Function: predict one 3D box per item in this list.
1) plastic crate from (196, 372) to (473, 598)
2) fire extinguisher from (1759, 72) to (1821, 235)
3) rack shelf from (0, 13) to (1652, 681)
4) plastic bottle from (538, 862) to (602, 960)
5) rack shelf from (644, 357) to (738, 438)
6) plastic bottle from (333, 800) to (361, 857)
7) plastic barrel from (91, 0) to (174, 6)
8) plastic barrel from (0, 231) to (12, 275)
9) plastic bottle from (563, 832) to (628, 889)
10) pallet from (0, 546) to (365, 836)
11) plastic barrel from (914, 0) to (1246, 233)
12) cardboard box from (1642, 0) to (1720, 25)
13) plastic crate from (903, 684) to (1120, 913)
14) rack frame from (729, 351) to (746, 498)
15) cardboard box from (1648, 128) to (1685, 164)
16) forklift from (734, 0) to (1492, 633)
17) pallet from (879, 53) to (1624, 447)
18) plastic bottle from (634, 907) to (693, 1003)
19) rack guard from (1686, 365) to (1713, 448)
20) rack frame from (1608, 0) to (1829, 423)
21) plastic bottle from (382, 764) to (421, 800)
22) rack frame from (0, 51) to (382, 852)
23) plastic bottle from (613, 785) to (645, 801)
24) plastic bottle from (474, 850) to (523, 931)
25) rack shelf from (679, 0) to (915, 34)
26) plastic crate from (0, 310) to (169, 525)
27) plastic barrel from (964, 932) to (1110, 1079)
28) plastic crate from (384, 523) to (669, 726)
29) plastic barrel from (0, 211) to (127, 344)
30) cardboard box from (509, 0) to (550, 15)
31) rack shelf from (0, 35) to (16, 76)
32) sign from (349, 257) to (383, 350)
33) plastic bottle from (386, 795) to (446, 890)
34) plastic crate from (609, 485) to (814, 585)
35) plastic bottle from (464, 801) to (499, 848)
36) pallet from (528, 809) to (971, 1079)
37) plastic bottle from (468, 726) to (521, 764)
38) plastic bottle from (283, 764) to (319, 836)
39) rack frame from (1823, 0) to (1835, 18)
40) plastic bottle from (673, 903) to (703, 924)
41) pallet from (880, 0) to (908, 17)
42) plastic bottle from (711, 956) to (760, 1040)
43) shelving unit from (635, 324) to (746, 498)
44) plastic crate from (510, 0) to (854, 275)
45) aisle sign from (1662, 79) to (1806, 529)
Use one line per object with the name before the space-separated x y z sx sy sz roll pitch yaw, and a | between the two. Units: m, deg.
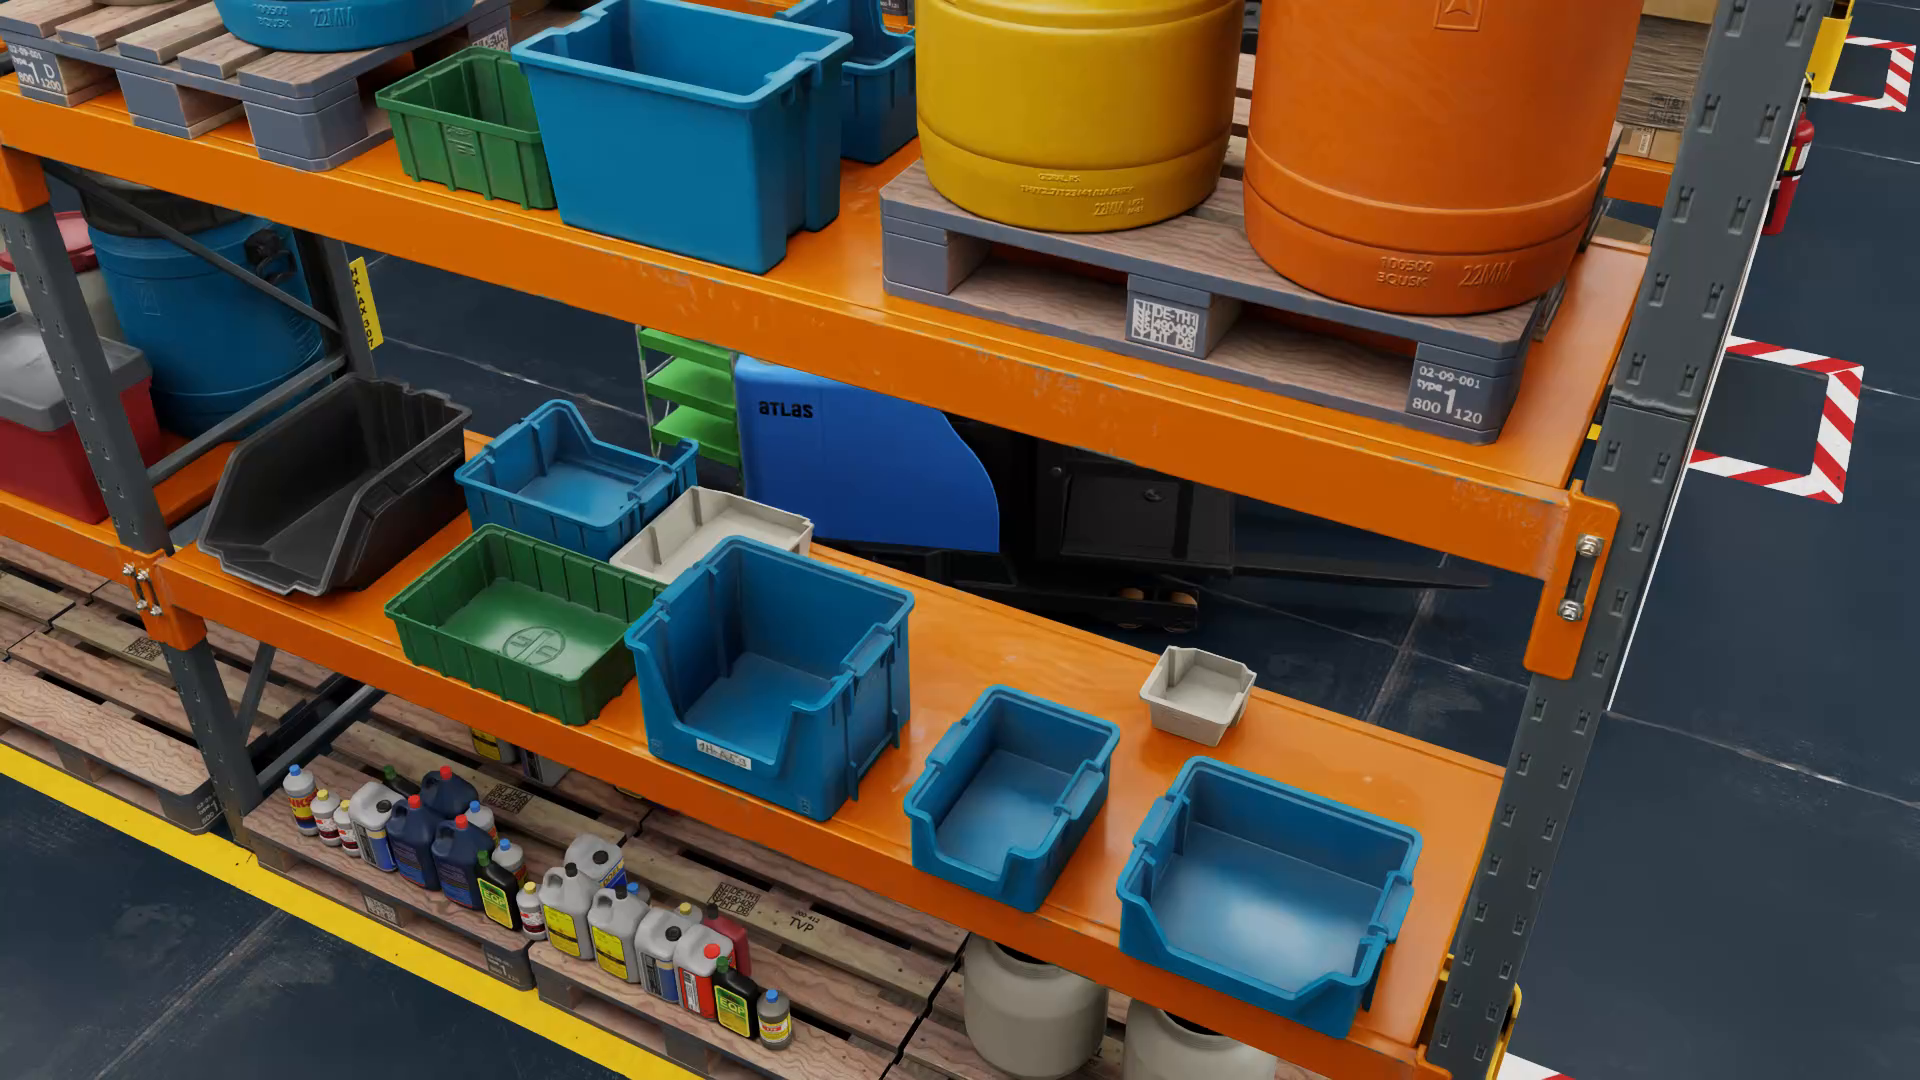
plastic crate | -1.859 -0.142 5.007 0.504 0.338 0.767 17 41 21
fire extinguisher | 3.454 -1.617 6.964 0.183 0.674 0.296 17 41 21
rack shelf | -0.489 -0.733 3.848 4.000 0.370 1.077 17 41 21
plastic bottle | -1.194 1.117 5.124 0.185 0.351 0.144 17 40 21
rack shelf | -1.093 -0.629 7.192 0.480 0.148 0.258 19 41 23
plastic bottle | -2.003 0.939 5.482 0.097 0.201 0.097 0 37 0
plastic barrel | -1.973 -1.562 3.906 0.421 0.512 0.421 0 37 0
plastic barrel | -3.665 -1.022 6.003 0.433 0.535 0.433 0 37 0
plastic bottle | -1.148 1.061 5.261 0.135 0.276 0.152 17 41 21
pallet | -2.980 0.533 6.374 1.213 0.211 1.003 17 41 21
plastic barrel | 0.216 -0.954 3.042 0.600 0.588 0.600 0 37 0
cardboard box | 2.962 -2.504 6.912 0.500 0.500 0.500 17 41 21
plastic crate | 0.131 0.629 4.064 0.408 0.251 0.499 17 41 21
rack frame | -0.879 -0.608 7.059 0.015 1.200 0.240 19 41 23
cardboard box | 3.216 -1.796 7.343 0.250 0.149 0.380 17 41 21
forklift | 0.674 -1.134 6.320 3.031 2.935 1.130 5 37 6
pallet | 0.597 -0.670 3.327 1.213 0.211 1.003 17 41 21
plastic bottle | -0.880 1.243 5.021 0.135 0.276 0.152 16 40 20
rack guard | 3.497 -0.953 8.092 0.348 0.500 1.175 17 41 21
rack frame | 1.287 -1.658 1.991 0.127 3.000 1.000 17 41 21
plastic bottle | -1.836 0.868 5.508 0.133 0.283 0.061 17 41 21
rack frame | -2.265 -0.380 5.270 0.127 3.000 1.000 17 41 21
plastic bottle | -1.128 0.756 5.656 0.133 0.283 0.061 17 41 21
plastic bottle | -1.444 1.094 5.210 0.133 0.283 0.061 19 41 23
rack shelf | -1.763 -3.309 9.723 4.000 0.370 1.077 17 41 21
plastic crate | -2.836 -0.376 5.212 0.583 0.464 0.402 17 41 21
plastic barrel | 0.222 1.274 4.801 0.421 0.512 0.421 0 37 0
plastic crate | -1.190 0.233 4.637 0.662 0.188 0.450 17 41 21
plastic barrel | -3.014 -0.818 5.735 0.433 0.535 0.433 0 37 0
cardboard box | -2.455 -3.318 10.223 0.500 0.250 0.500 22 42 26
rack shelf | -4.041 -1.845 5.313 4.000 0.370 1.077 17 41 21
sign | -2.002 -0.783 5.572 0.005 0.325 0.100 17 41 21
plastic bottle | -1.739 0.947 5.349 0.185 0.351 0.144 18 41 23
plastic crate | -0.707 0.040 4.934 0.437 0.136 0.530 17 41 21
plastic bottle | -1.555 0.954 5.405 0.097 0.271 0.097 0 37 0
pallet | -0.601 1.278 5.392 1.213 0.211 1.003 17 41 21
plastic bottle | -1.627 0.601 5.804 0.185 0.351 0.144 17 41 21
plastic bottle | -2.184 0.855 5.535 0.097 0.271 0.097 0 37 0
rack frame | 5.935 -4.562 10.779 0.127 3.000 1.000 17 41 21
plastic bottle | -0.839 1.200 5.138 0.097 0.201 0.097 0 37 0
pallet | -0.599 -3.254 9.214 1.213 0.211 1.003 17 41 21
plastic bottle | -0.658 1.341 4.886 0.133 0.283 0.061 18 41 23
shelving unit | -1.093 -0.680 7.153 0.503 1.200 0.258 19 41 23
plastic crate | -0.545 -0.825 3.388 0.575 0.384 0.392 17 41 21
aisle sign | 1.485 -0.441 3.200 0.004 0.787 0.394 17 41 21
